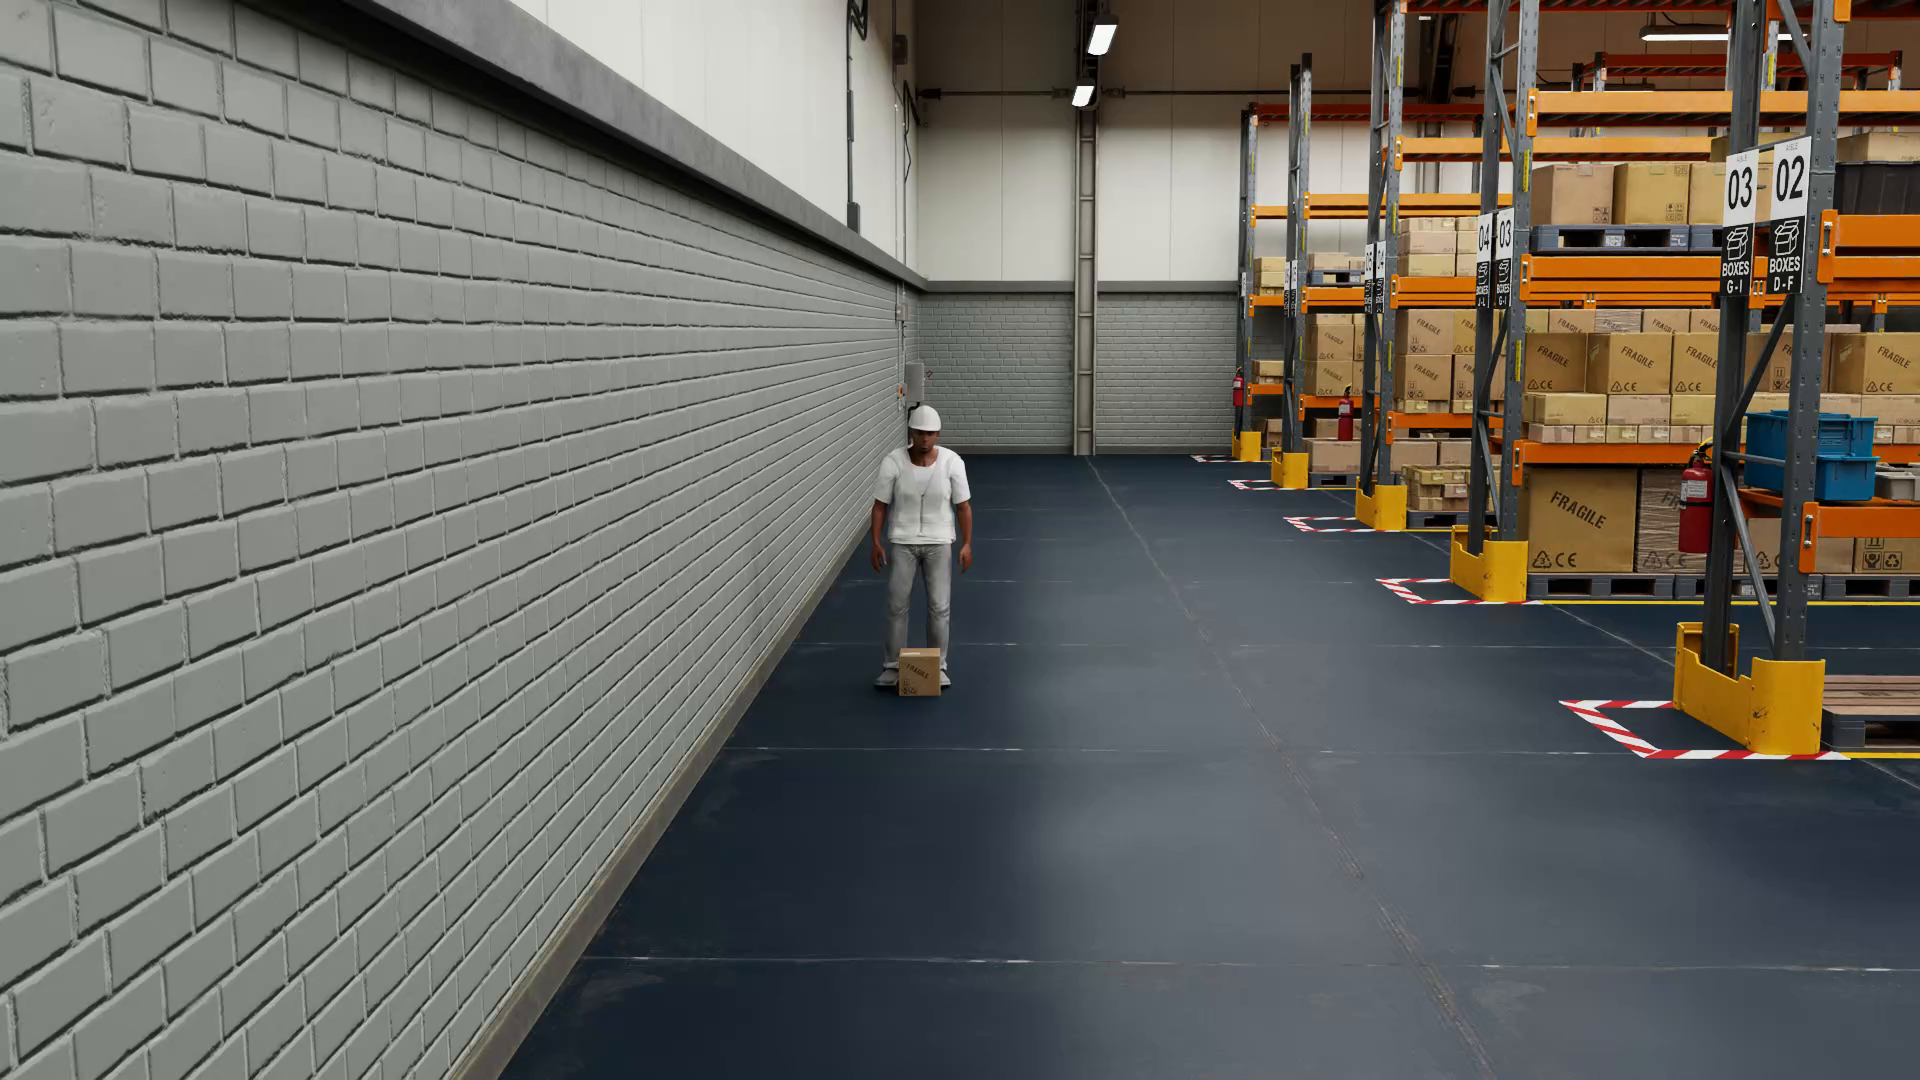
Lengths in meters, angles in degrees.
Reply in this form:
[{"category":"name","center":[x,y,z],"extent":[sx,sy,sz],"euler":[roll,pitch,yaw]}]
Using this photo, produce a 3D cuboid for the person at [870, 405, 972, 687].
[{"category":"person","center":[-0.241,0.038,10.392],"extent":[0.636,1.761,0.454],"euler":[0,7,-2]}]
